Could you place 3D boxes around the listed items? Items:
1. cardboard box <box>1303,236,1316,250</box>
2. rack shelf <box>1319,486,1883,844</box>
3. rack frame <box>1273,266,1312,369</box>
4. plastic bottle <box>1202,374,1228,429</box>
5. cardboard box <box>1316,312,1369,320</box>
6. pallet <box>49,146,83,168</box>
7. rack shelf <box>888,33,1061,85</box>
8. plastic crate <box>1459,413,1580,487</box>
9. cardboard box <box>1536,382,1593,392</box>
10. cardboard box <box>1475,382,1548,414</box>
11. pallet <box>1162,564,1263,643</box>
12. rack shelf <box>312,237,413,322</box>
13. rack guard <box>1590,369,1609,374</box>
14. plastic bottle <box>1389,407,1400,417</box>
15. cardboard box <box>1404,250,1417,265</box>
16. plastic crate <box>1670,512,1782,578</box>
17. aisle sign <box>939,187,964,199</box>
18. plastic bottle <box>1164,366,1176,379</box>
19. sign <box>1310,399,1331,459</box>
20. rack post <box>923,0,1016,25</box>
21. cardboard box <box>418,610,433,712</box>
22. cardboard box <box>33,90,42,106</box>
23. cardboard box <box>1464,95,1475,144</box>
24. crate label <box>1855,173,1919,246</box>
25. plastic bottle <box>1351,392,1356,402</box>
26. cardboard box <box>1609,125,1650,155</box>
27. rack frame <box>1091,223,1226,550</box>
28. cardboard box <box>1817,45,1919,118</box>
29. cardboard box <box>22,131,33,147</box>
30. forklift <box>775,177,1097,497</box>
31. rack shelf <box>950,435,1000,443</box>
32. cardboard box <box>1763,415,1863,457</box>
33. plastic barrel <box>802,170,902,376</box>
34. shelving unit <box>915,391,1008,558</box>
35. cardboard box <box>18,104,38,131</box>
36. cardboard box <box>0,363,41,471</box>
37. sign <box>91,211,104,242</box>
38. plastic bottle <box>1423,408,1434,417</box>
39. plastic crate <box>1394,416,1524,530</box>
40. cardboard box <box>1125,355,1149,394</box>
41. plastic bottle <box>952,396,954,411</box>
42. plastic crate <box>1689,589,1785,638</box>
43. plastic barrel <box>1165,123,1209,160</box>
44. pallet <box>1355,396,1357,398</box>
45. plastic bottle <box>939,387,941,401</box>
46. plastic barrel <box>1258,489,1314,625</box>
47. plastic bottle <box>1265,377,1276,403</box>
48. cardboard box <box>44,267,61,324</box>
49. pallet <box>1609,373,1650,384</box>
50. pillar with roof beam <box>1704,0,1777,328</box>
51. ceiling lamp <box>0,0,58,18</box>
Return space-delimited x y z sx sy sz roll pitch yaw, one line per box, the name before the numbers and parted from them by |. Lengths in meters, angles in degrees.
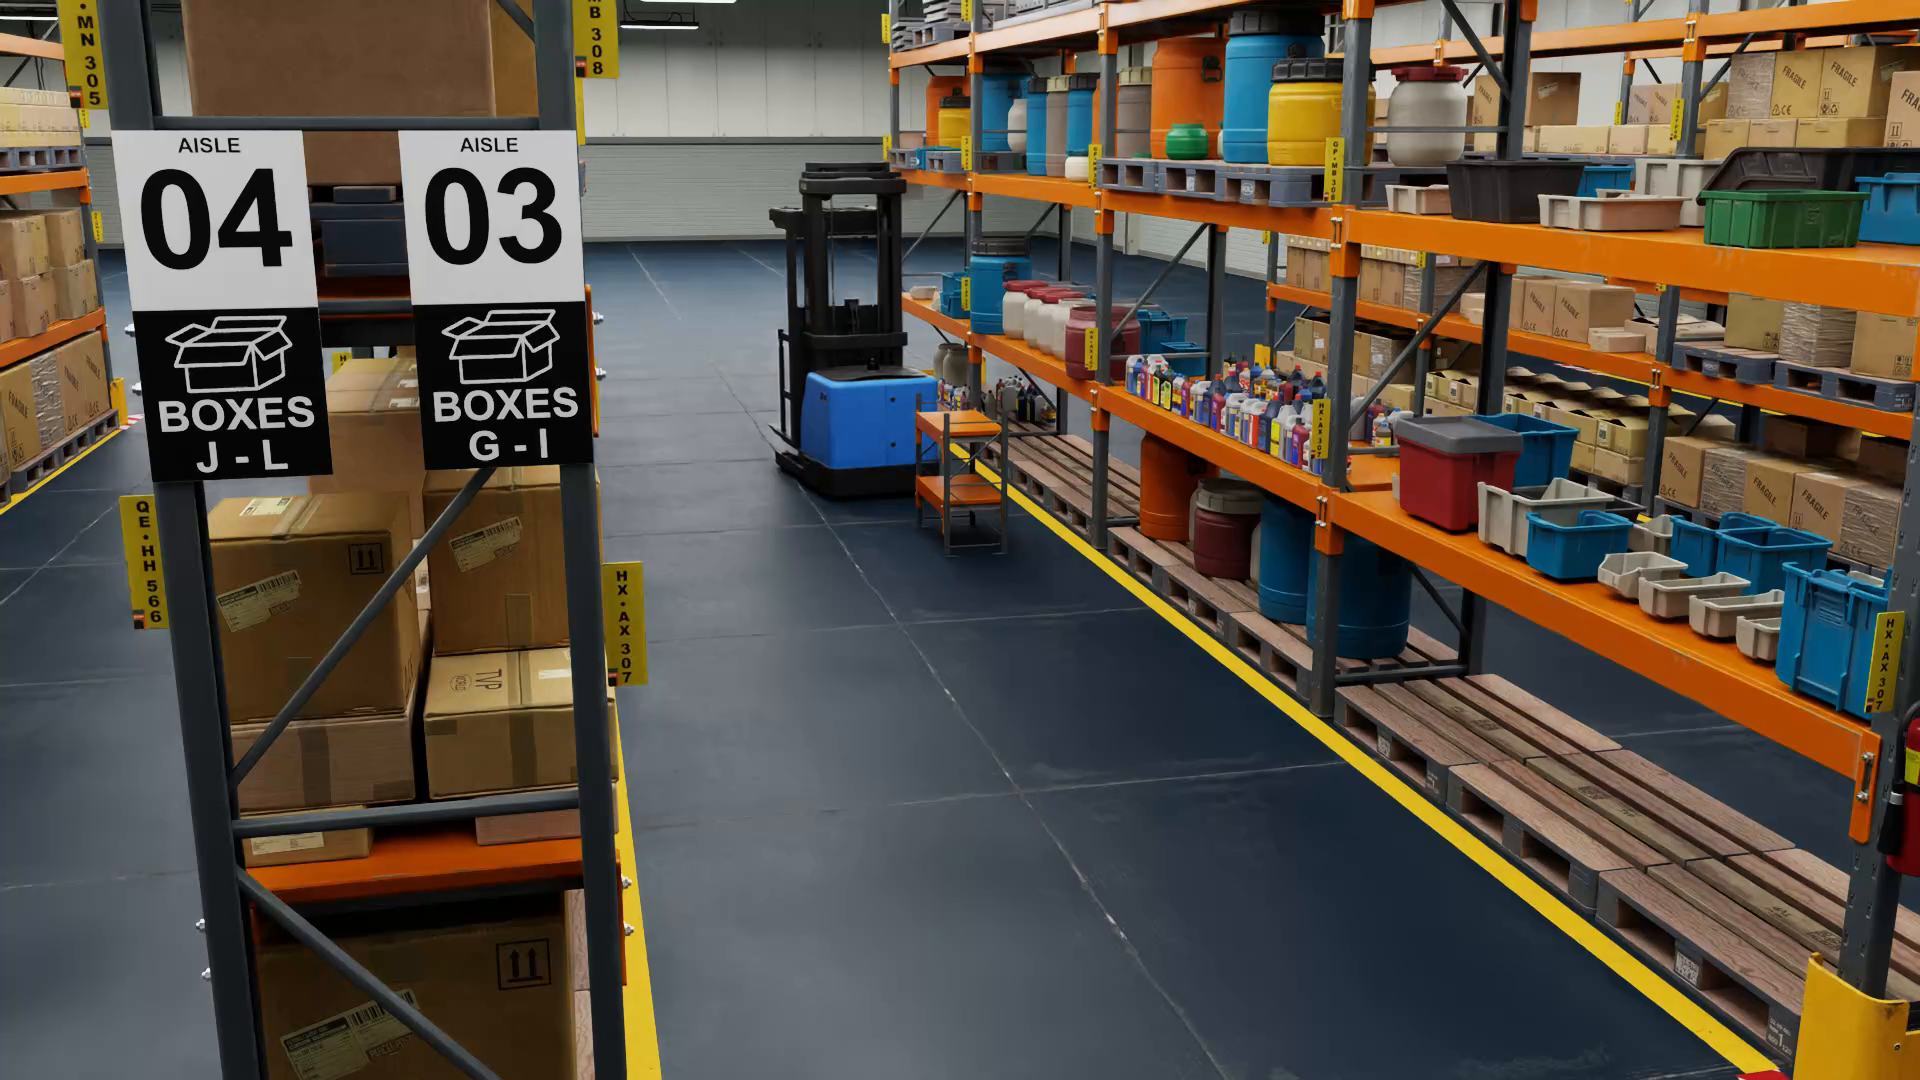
cardboard box | 4.483 -3.681 20.597 0.380 0.149 0.250 -3 14 -13
rack shelf | 2.951 0.316 7.330 1.077 0.370 4.000 -3 14 -13
rack frame | 4.482 -3.539 21.591 0.949 2.616 0.053 -3 14 -13
plastic bottle | 1.689 -0.919 10.972 0.144 0.351 0.185 -3 14 -13
cardboard box | -3.727 -0.542 13.624 21.017 0.960 12.000 -3 14 -13
pallet | -9.812 -3.978 17.254 1.003 0.211 1.213 -3 14 -13
rack shelf | 0.133 -5.172 17.996 1.077 0.370 4.000 -3 14 -13
plastic crate | 2.922 -0.428 8.764 0.392 0.384 0.575 -3 14 -13
cardboard box | 6.035 -1.444 16.745 0.500 0.311 0.500 -3 14 -13
cardboard box | 5.508 -1.412 16.614 0.500 0.311 0.500 -4 14 -15
pallet | 2.051 0.397 11.356 1.003 0.211 1.213 -3 14 -13
rack shelf | -1.863 -0.995 5.812 0.919 0.052 3.809 -3 14 -13
rack guard | 9.311 -2.584 22.949 1.175 0.500 0.348 -3 14 -13
plastic bottle | 2.656 -0.673 10.133 0.097 0.271 0.097 0 14 0
cardboard box | 5.090 -3.087 18.166 0.380 0.149 0.250 -4 14 -14
plastic crate | 3.303 0.032 7.203 0.416 0.233 0.300 -3 14 -13
aisle sign | -0.065 -4.559 20.291 0.394 0.787 0.004 -3 14 -13
plastic bottle | 1.498 -1.106 11.904 0.097 0.271 0.097 0 14 0
sign | 1.946 -0.599 8.976 0.100 0.325 0.005 -3 14 -13
rack post | 0.149 -5.696 17.938 0.937 0.300 0.954 -4 14 -14
cardboard box | -1.884 0.418 5.084 0.500 0.250 0.500 -4 14 -14
cardboard box | -9.289 -4.357 16.374 0.380 0.149 0.250 -3 14 -14
cardboard box | 5.556 -4.524 17.915 0.500 0.500 0.500 -2 14 -9
crate label | 3.518 -1.188 5.962 0.408 0.251 0.502 -3 14 -13
plastic bottle | 1.588 -1.187 14.503 0.255 1.356 7.774 -3 14 -14
cardboard box | 6.056 -3.503 14.555 0.500 0.250 0.500 -3 14 -12
rack frame | 1.542 -1.418 12.910 1.000 3.000 0.127 -3 14 -13
cardboard box | 6.693 -3.348 12.173 0.500 0.500 0.500 -3 14 -13
cardboard box | -9.169 -3.853 15.990 0.380 0.149 0.250 -3 14 -12
forklift | 1.449 -6.592 34.421 19.219 2.843 36.947 -5 15 -20
rack shelf | 0.002 -0.881 13.205 0.416 0.054 0.922 -3 14 -13
cardboard box | 6.823 -0.841 13.310 0.500 0.250 0.500 -3 14 -11
plastic barrel | -0.974 -2.038 15.389 0.905 2.708 0.517 -3 14 -13
shelving unit | -10.752 -3.793 16.311 19.663 6.000 13.307 -3 14 -13
cardboard box | -9.258 -4.070 16.041 0.500 0.250 0.500 -3 14 -13
cardboard box | -9.137 -1.132 15.333 0.875 0.875 0.875 -3 14 -12
sign | -9.466 -3.439 18.243 0.100 0.325 0.005 -3 14 -13
plastic bottle | 2.704 -0.580 9.583 0.144 0.351 0.185 -3 14 -13
plastic crate | 2.447 -0.335 8.218 0.402 0.464 0.583 -3 14 -13
cardboard box | 4.963 -0.043 9.820 5.886 1.356 7.345 -3 14 -13
plastic bottle | -0.039 -1.510 18.255 0.097 0.201 0.097 0 14 0
plastic crate | 2.999 0.281 6.385 0.396 0.136 0.243 -3 14 -13
plastic barrel | 1.567 -2.746 11.469 0.294 0.245 0.294 0 14 0
pallet | 4.982 -1.729 20.059 1.003 0.211 1.213 -3 14 -13
plastic bottle | -0.190 -1.658 18.863 0.097 0.201 0.097 0 14 0
plastic barrel | 2.204 0.031 10.518 0.600 0.901 0.708 -3 14 -13
plastic bottle | 2.229 -1.059 11.858 0.097 0.201 0.097 0 14 0
cardboard box | -9.705 -2.462 16.868 0.875 0.550 0.550 -3 14 -13
pallet | 6.421 -0.761 16.099 9.879 0.211 12.008 -3 14 -13
pillar with roof beam | 6.114 -6.377 20.566 9.100 9.000 0.400 -3 14 -13
ceiling lamp | -21.842 -14.010 39.427 2.000 3.144 0.800 -3 14 -13
